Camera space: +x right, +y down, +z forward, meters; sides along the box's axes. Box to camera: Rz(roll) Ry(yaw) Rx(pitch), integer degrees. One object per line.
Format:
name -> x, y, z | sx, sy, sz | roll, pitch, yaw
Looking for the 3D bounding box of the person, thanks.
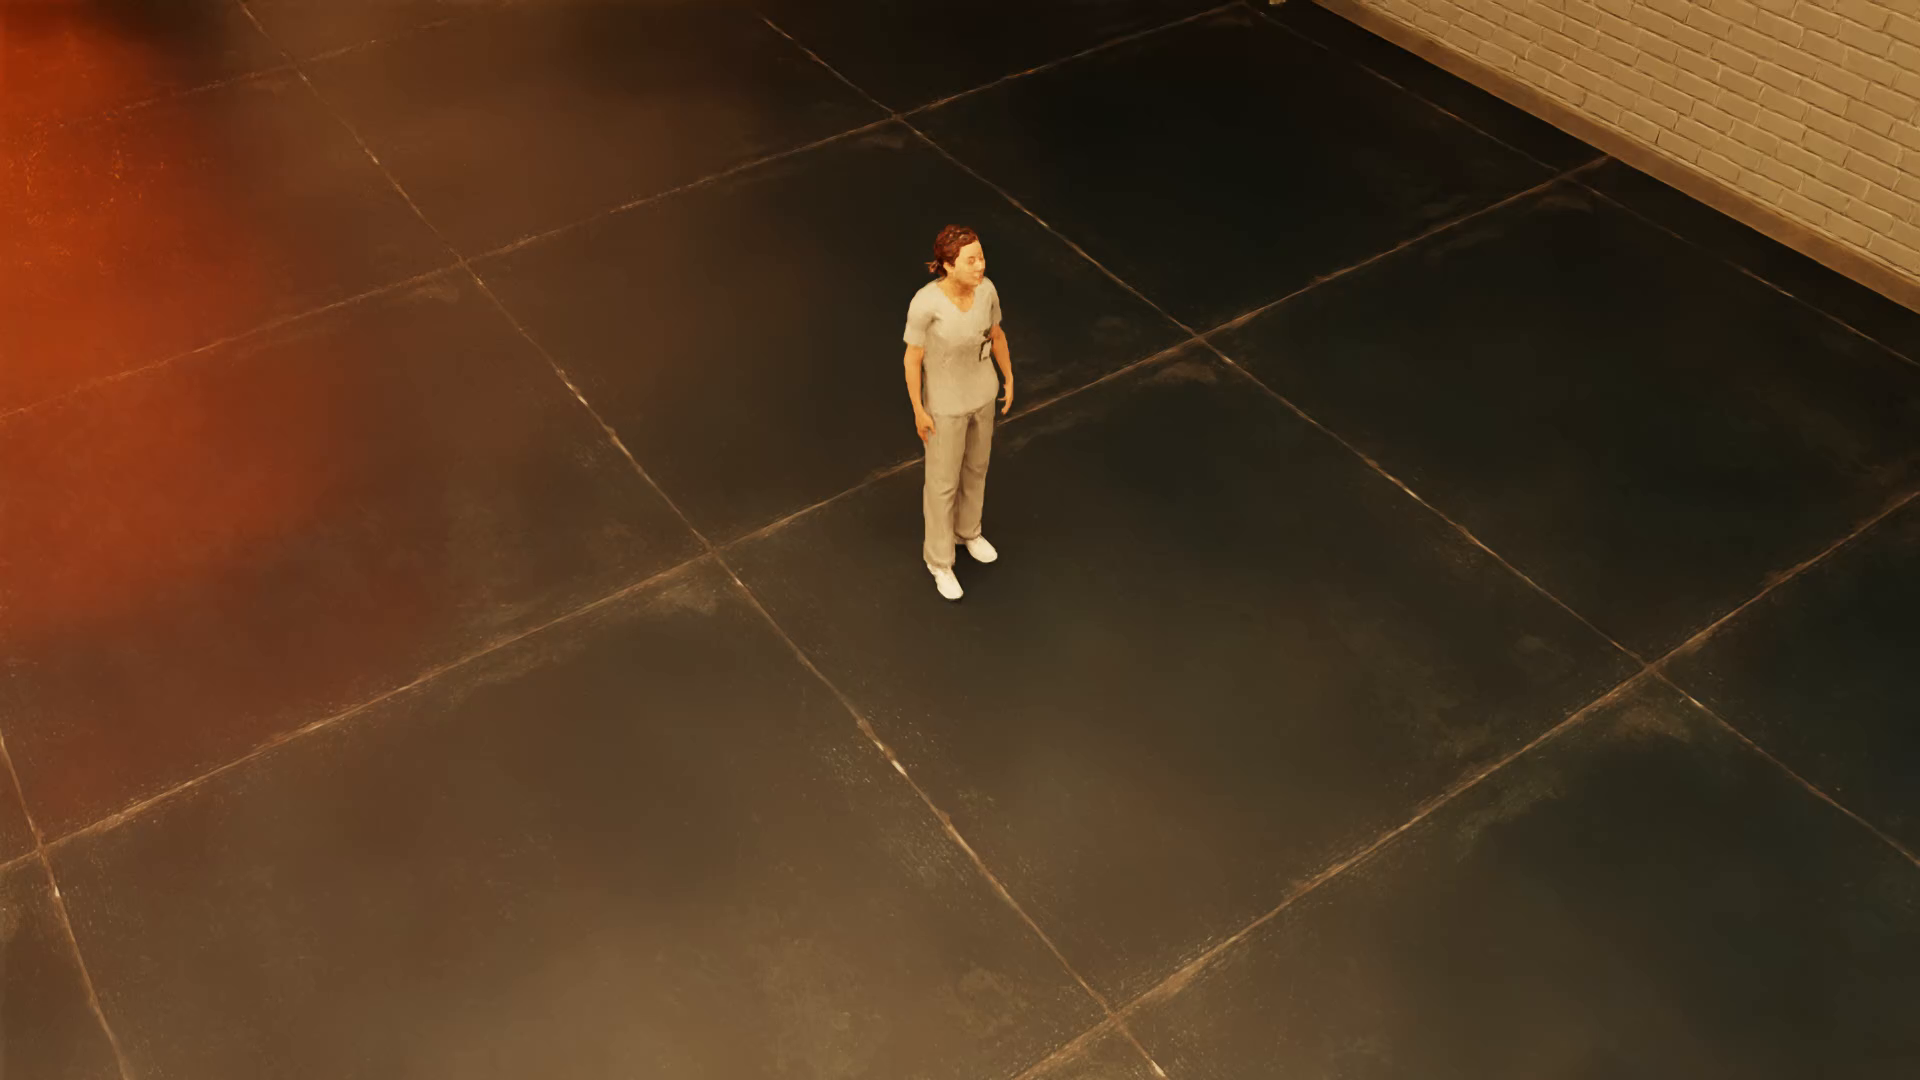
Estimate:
person -> 0.031, -0.571, 7.259 | 0.550, 1.664, 0.548 | -25, 48, -25
